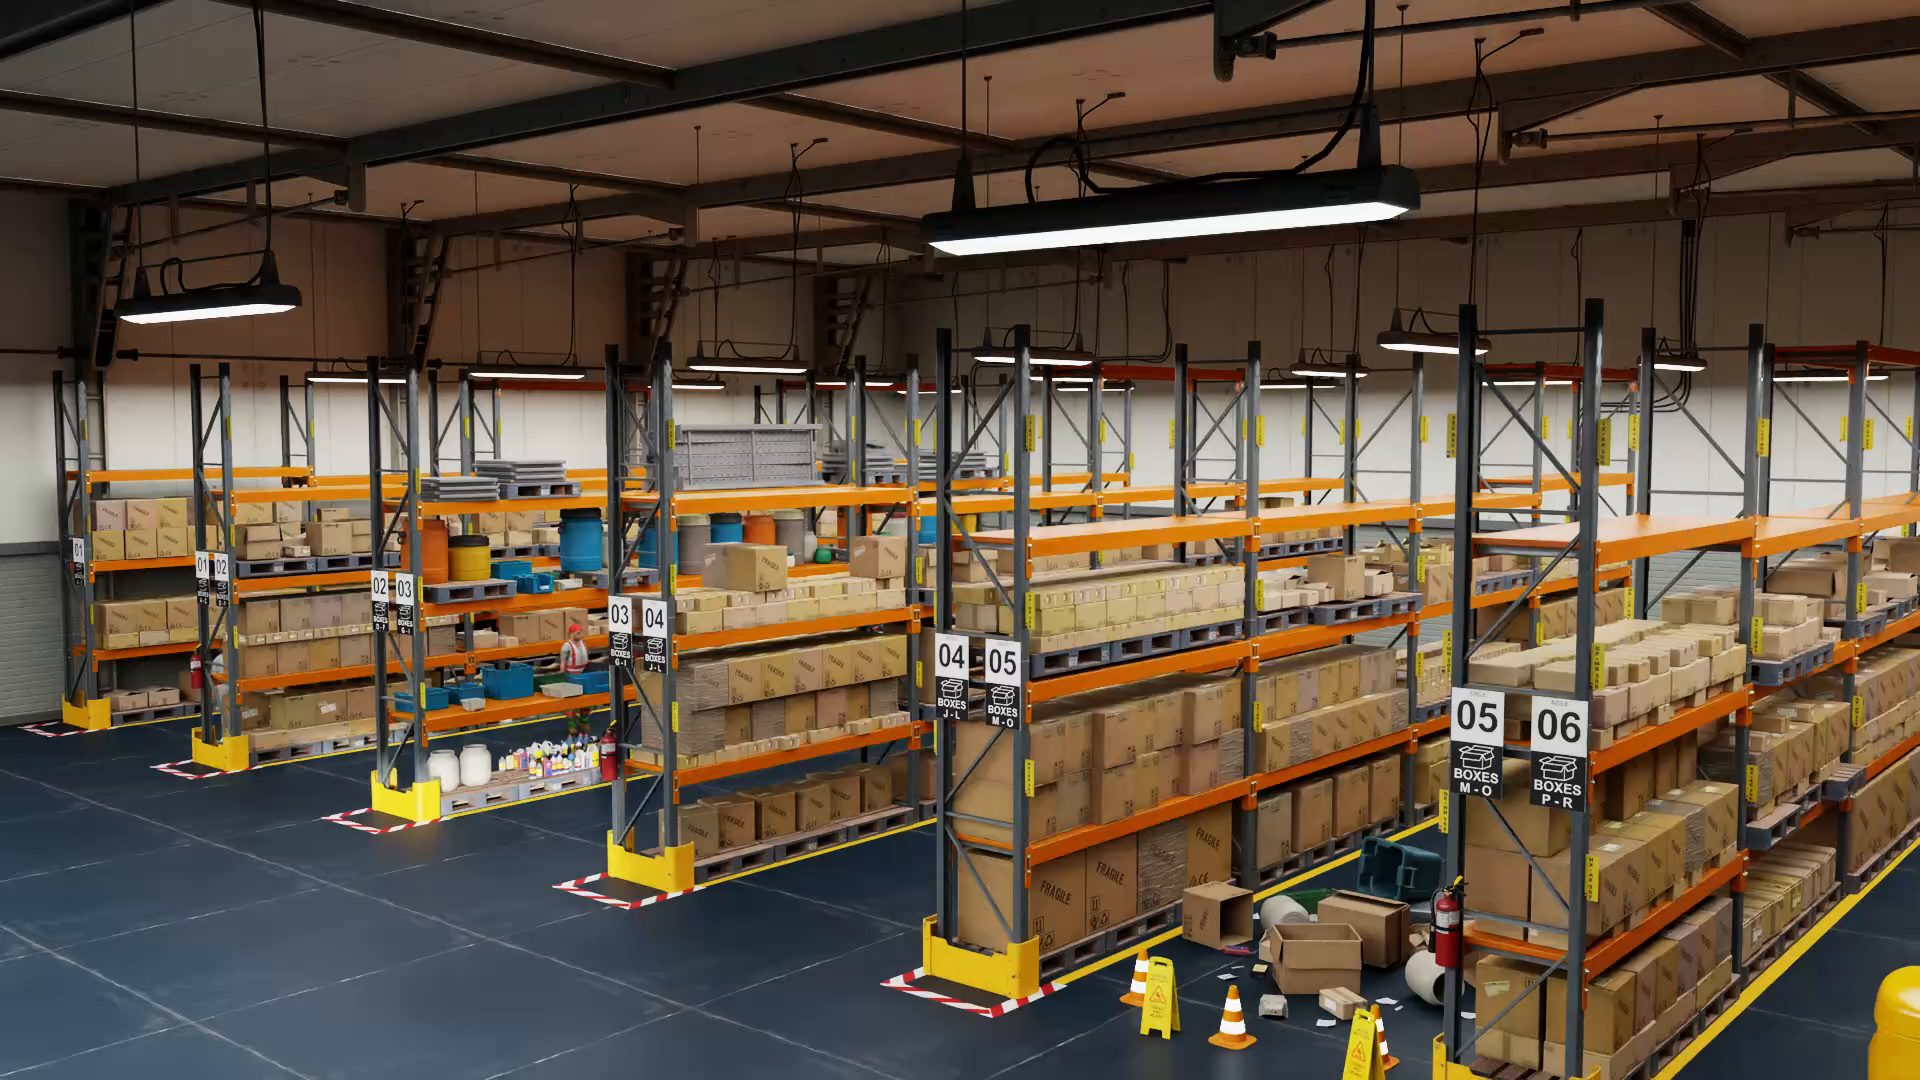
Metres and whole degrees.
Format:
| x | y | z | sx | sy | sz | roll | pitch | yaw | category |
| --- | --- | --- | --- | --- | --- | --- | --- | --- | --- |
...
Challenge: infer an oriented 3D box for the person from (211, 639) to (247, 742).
| x | y | z | sx | sy | sz | roll | pitch | yaw | category |
| --- | --- | --- | --- | --- | --- | --- | --- | --- | --- |
| -11.720 | 2.407 | 26.672 | 0.544 | 1.678 | 0.334 | -4 | 5 | -41 | person |

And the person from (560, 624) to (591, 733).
| x | y | z | sx | sy | sz | roll | pitch | yaw | category |
| --- | --- | --- | --- | --- | --- | --- | --- | --- | --- |
| -6.351 | 2.313 | 27.553 | 0.383 | 1.857 | 0.621 | 4 | 6 | 42 | person |
